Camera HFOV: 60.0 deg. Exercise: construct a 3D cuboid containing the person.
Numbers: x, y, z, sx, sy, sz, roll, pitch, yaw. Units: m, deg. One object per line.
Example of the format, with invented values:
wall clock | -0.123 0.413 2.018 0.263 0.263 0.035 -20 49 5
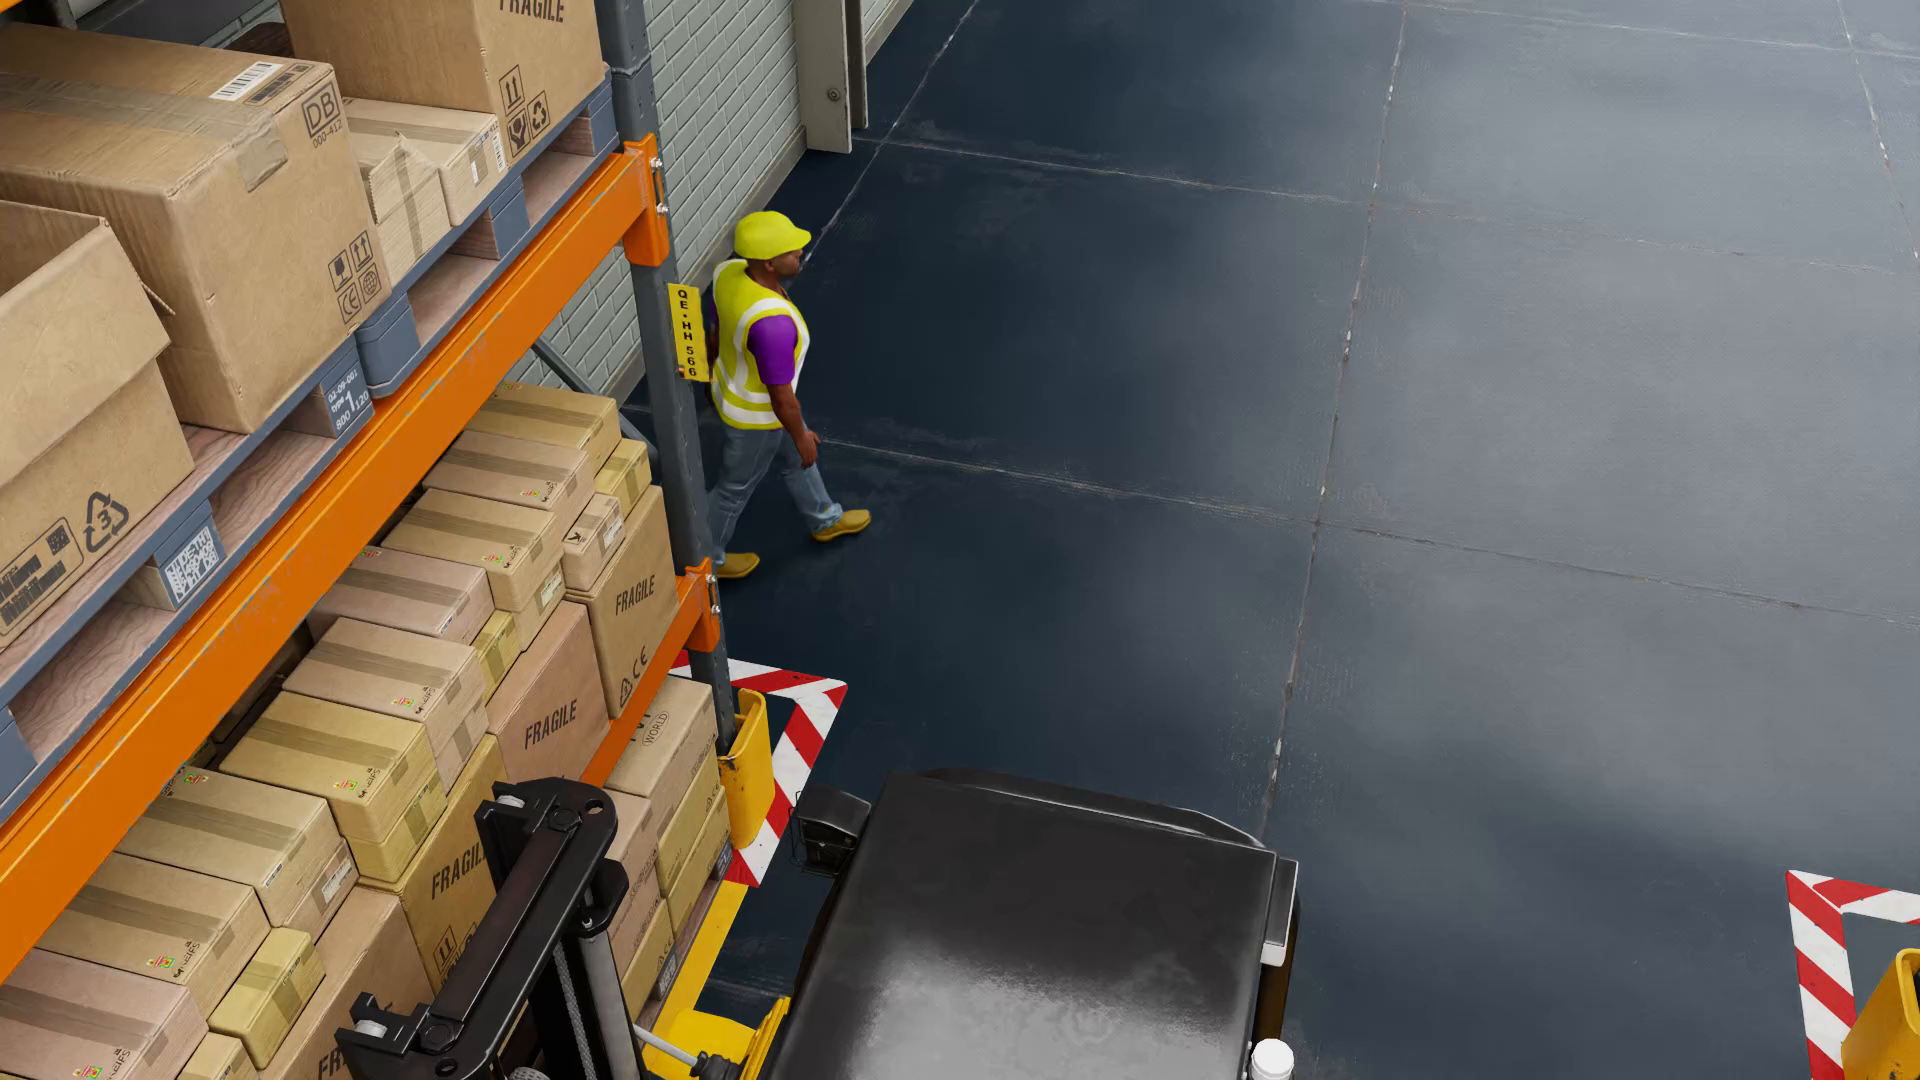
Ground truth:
person | -0.772 -0.560 6.785 0.878 1.735 0.605 -11 42 -12
